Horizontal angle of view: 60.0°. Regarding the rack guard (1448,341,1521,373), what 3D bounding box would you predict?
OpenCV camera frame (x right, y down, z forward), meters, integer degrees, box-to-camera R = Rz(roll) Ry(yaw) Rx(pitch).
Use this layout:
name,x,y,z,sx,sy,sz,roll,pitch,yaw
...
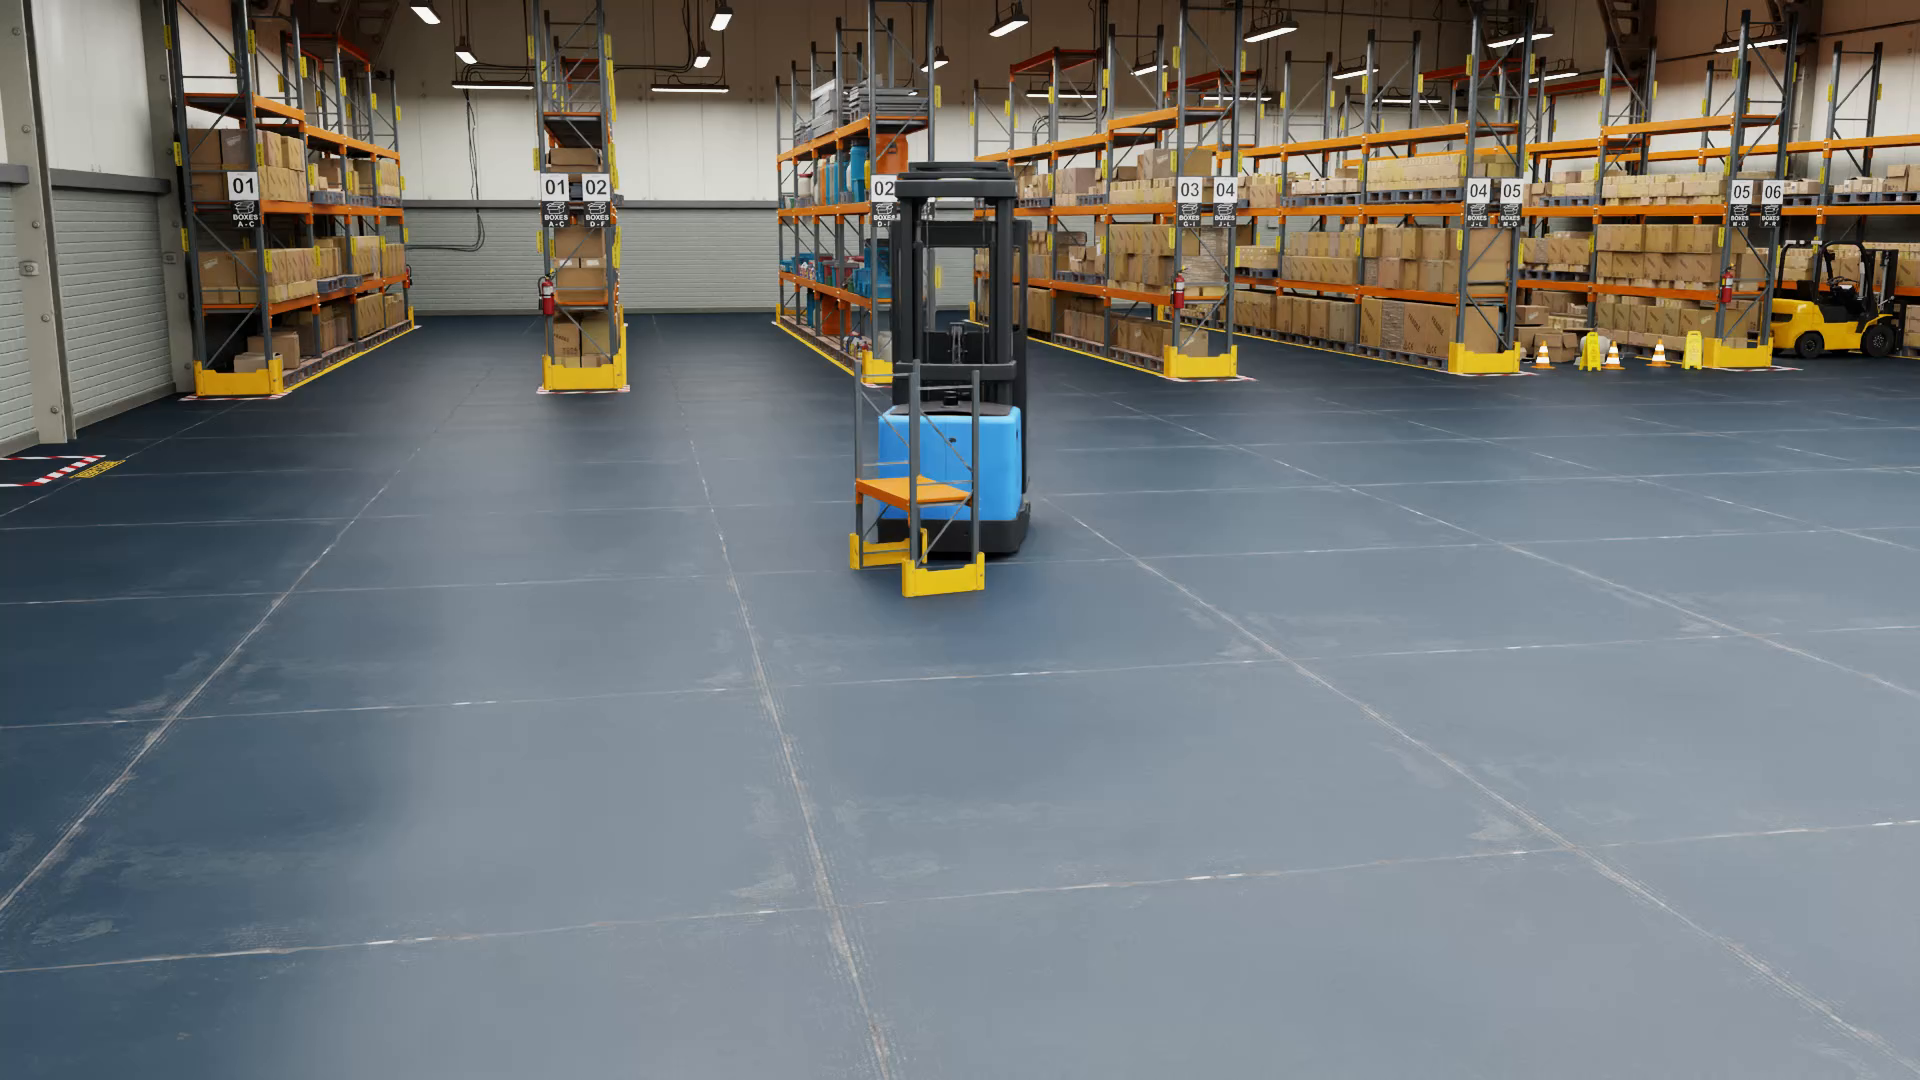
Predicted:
name,x,y,z,sx,sy,sz,roll,pitch,yaw
rack guard,8.855,-3.089,28.088,1.175,0.500,0.348,-2,11,-11

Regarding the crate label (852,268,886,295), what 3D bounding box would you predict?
name,x,y,z,sx,sy,sz,roll,pitch,yaw
crate label,-1.516,-4.324,27.800,0.502,0.435,0.616,-2,11,-11

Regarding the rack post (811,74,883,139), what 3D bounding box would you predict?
name,x,y,z,sx,sy,sz,roll,pitch,yaw
rack post,-2.138,-8.116,31.237,1.013,1.000,3.121,-2,11,-11

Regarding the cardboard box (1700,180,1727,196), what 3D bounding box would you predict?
name,x,y,z,sx,sy,sz,roll,pitch,yaw
cardboard box,13.323,-6.150,29.068,0.500,0.250,0.500,-2,11,-12

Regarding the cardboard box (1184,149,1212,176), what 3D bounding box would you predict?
name,x,y,z,sx,sy,sz,roll,pitch,yaw
cardboard box,3.942,-6.356,28.145,0.500,0.500,0.500,-2,11,-11

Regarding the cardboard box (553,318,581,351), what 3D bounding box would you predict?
name,x,y,z,sx,sy,sz,roll,pitch,yaw
cardboard box,-6.357,-3.294,26.707,0.500,0.500,0.500,-2,11,-11

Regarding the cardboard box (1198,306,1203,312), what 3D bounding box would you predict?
name,x,y,z,sx,sy,sz,roll,pitch,yaw
cardboard box,6.010,-5.618,40.397,0.380,0.149,0.250,-3,11,-13

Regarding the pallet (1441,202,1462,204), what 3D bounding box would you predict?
name,x,y,z,sx,sy,sz,roll,pitch,yaw
pallet,11.733,-7.689,38.054,1.003,0.211,1.213,-2,11,-8

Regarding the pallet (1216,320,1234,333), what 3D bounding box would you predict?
name,x,y,z,sx,sy,sz,roll,pitch,yaw
pallet,6.670,-5.010,38.952,1.003,0.211,1.213,-2,11,-11

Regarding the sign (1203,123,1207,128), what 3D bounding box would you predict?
name,x,y,z,sx,sy,sz,roll,pitch,yaw
sign,6.287,-10.756,42.719,0.100,0.325,0.005,-2,11,-11

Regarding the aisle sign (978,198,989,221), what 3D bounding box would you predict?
name,x,y,z,sx,sy,sz,roll,pitch,yaw
aisle sign,0.546,-8.373,42.214,0.394,0.787,0.004,-2,11,-11

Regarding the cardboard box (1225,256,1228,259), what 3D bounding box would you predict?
name,x,y,z,sx,sy,sz,roll,pitch,yaw
cardboard box,6.296,-6.520,38.182,0.380,0.149,0.250,-3,11,-13

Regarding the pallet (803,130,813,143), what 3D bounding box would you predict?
name,x,y,z,sx,sy,sz,roll,pitch,yaw
pallet,-2.559,-8.238,33.985,1.213,0.211,1.003,-2,11,-11

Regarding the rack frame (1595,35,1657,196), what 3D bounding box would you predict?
name,x,y,z,sx,sy,sz,roll,pitch,yaw
rack frame,12.909,-8.201,32.215,1.000,3.000,0.127,-2,11,-11

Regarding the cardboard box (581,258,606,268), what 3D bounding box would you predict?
name,x,y,z,sx,sy,sz,roll,pitch,yaw
cardboard box,-5.617,-4.247,25.488,0.380,0.149,0.250,-2,11,-11

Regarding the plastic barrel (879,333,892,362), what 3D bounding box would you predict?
name,x,y,z,sx,sy,sz,roll,pitch,yaw
plastic barrel,-1.095,-3.081,26.894,0.421,0.512,0.421,0,11,0

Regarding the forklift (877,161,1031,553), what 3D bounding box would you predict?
name,x,y,z,sx,sy,sz,roll,pitch,yaw
forklift,0.016,-1.566,13.583,1.130,2.935,3.031,1,11,4

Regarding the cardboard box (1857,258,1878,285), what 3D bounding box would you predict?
name,x,y,z,sx,sy,sz,roll,pitch,yaw
cardboard box,17.824,-5.205,32.254,0.500,0.500,0.500,-2,11,-12

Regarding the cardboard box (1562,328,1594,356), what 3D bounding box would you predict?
name,x,y,z,sx,sy,sz,roll,pitch,yaw
cardboard box,11.782,-3.781,31.716,0.500,0.500,0.500,6,12,28

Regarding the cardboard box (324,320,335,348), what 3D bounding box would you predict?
name,x,y,z,sx,sy,sz,roll,pitch,yaw
cardboard box,-11.865,-3.756,30.414,0.700,0.500,0.500,-2,11,-11

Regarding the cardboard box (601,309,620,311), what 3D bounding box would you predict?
name,x,y,z,sx,sy,sz,roll,pitch,yaw
cardboard box,-7.316,-4.537,34.521,0.500,0.500,0.500,-2,11,-12

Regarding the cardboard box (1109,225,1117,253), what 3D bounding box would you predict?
name,x,y,z,sx,sy,sz,roll,pitch,yaw
cardboard box,3.026,-5.488,30.269,0.500,0.500,0.500,-2,11,-11

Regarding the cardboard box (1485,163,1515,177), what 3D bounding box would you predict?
name,x,y,z,sx,sy,sz,roll,pitch,yaw
cardboard box,9.009,-6.221,28.049,0.500,0.250,0.500,-2,11,-11

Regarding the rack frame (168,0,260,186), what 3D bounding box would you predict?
name,x,y,z,sx,sy,sz,roll,pitch,yaw
rack frame,-10.610,-6.566,23.627,1.000,3.000,0.127,-2,11,-11

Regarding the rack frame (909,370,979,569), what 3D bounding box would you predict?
name,x,y,z,sx,sy,sz,roll,pitch,yaw
rack frame,-0.104,-0.378,11.174,0.500,1.500,0.032,-5,12,-24

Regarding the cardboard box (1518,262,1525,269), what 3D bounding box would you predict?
name,x,y,z,sx,sy,sz,roll,pitch,yaw
cardboard box,12.075,-5.847,35.445,0.380,0.149,0.250,-2,11,-11

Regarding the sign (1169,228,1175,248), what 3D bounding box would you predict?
name,x,y,z,sx,sy,sz,roll,pitch,yaw
sign,3.418,-4.867,26.803,0.100,0.325,0.005,-2,11,-11

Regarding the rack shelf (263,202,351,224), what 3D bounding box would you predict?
name,x,y,z,sx,sy,sz,roll,pitch,yaw
rack shelf,-11.777,-5.840,29.757,1.077,0.370,4.000,-2,11,-11

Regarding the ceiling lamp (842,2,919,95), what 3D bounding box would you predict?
name,x,y,z,sx,sy,sz,roll,pitch,yaw
ceiling lamp,-2.056,-13.312,43.460,2.000,3.185,0.800,-2,11,-11

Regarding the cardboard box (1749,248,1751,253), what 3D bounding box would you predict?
name,x,y,z,sx,sy,sz,roll,pitch,yaw
cardboard box,17.179,-6.186,35.675,0.380,0.149,0.250,-2,11,-11

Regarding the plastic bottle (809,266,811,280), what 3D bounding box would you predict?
name,x,y,z,sx,sy,sz,roll,pitch,yaw
plastic bottle,-3.168,-5.658,35.211,0.061,0.283,0.133,-2,11,-11

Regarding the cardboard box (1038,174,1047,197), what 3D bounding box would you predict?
name,x,y,z,sx,sy,sz,roll,pitch,yaw
cardboard box,1.966,-7.620,35.796,0.500,0.500,0.500,-2,11,-8

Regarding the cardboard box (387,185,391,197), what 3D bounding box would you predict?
name,x,y,z,sx,sy,sz,roll,pitch,yaw
cardboard box,-13.012,-7.799,37.140,0.500,0.250,0.500,-2,11,-13

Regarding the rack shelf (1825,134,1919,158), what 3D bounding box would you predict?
name,x,y,z,sx,sy,sz,roll,pitch,yaw
rack shelf,18.166,-7.465,31.344,1.077,0.370,4.000,-2,11,-11

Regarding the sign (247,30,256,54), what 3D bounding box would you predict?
name,x,y,z,sx,sy,sz,roll,pitch,yaw
sign,-10.078,-7.084,23.636,0.100,0.325,0.005,-2,11,-11

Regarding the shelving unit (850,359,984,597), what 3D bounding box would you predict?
name,x,y,z,sx,sy,sz,roll,pitch,yaw
shelving unit,-0.318,-0.467,11.637,0.587,1.500,1.083,-5,12,-24

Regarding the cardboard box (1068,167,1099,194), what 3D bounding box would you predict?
name,x,y,z,sx,sy,sz,roll,pitch,yaw
cardboard box,2.449,-7.114,32.925,0.500,0.500,0.500,-2,11,-13

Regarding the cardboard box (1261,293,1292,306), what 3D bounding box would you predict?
name,x,y,z,sx,sy,sz,roll,pitch,yaw
cardboard box,6.905,-5.251,36.320,0.500,0.250,0.500,-2,11,-12

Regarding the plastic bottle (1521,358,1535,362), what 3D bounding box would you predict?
name,x,y,z,sx,sy,sz,roll,pitch,yaw
plastic bottle,10.320,-3.282,30.276,0.133,0.061,0.283,-6,13,-31

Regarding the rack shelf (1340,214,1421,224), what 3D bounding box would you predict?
name,x,y,z,sx,sy,sz,roll,pitch,yaw
rack shelf,10.964,-8.208,42.198,1.077,0.370,4.000,-2,11,-11

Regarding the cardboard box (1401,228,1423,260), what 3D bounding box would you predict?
name,x,y,z,sx,sy,sz,roll,pitch,yaw
cardboard box,8.413,-5.293,29.692,0.875,0.550,0.500,-2,11,-11

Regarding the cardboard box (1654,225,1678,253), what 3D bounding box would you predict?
name,x,y,z,sx,sy,sz,roll,pitch,yaw
cardboard box,13.082,-5.475,30.202,0.700,0.500,0.500,-2,11,-12

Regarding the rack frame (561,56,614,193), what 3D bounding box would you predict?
name,x,y,z,sx,sy,sz,roll,pitch,yaw
rack frame,-8.086,-8.948,36.141,1.000,3.000,0.127,-2,11,-11

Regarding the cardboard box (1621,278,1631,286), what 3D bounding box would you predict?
name,x,y,z,sx,sy,sz,roll,pitch,yaw
cardboard box,12.851,-4.922,31.706,0.380,0.149,0.250,-2,11,-9

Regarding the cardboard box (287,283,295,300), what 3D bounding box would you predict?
name,x,y,z,sx,sy,sz,roll,pitch,yaw
cardboard box,-10.602,-3.845,25.721,0.500,0.250,0.500,-2,11,-12

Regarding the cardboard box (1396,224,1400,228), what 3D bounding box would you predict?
name,x,y,z,sx,sy,sz,roll,pitch,yaw
cardboard box,10.997,-7.723,41.074,0.380,0.149,0.250,-2,11,-11

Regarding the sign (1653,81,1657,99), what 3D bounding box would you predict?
name,x,y,z,sx,sy,sz,roll,pitch,yaw
sign,13.444,-8.715,32.206,0.100,0.325,0.005,-2,11,-11

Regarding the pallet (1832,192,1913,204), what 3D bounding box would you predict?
name,x,y,z,sx,sy,sz,roll,pitch,yaw
pallet,17.968,-6.709,32.638,1.003,0.211,1.213,-2,11,-11

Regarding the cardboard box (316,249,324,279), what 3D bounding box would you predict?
name,x,y,z,sx,sy,sz,roll,pitch,yaw
cardboard box,-11.556,-4.815,29.029,0.700,0.500,0.500,-1,11,-5

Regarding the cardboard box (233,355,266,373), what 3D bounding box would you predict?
name,x,y,z,sx,sy,sz,roll,pitch,yaw
cardboard box,-10.657,-2.644,25.083,0.500,0.311,0.500,-3,11,-17

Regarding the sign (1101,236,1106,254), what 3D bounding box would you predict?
name,x,y,z,sx,sy,sz,roll,pitch,yaw
sign,2.644,-5.441,30.664,0.100,0.325,0.005,-2,11,-11

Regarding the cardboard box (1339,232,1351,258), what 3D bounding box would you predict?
name,x,y,z,sx,sy,sz,roll,pitch,yaw
cardboard box,7.868,-5.780,32.602,0.700,0.500,0.500,-2,11,-12
